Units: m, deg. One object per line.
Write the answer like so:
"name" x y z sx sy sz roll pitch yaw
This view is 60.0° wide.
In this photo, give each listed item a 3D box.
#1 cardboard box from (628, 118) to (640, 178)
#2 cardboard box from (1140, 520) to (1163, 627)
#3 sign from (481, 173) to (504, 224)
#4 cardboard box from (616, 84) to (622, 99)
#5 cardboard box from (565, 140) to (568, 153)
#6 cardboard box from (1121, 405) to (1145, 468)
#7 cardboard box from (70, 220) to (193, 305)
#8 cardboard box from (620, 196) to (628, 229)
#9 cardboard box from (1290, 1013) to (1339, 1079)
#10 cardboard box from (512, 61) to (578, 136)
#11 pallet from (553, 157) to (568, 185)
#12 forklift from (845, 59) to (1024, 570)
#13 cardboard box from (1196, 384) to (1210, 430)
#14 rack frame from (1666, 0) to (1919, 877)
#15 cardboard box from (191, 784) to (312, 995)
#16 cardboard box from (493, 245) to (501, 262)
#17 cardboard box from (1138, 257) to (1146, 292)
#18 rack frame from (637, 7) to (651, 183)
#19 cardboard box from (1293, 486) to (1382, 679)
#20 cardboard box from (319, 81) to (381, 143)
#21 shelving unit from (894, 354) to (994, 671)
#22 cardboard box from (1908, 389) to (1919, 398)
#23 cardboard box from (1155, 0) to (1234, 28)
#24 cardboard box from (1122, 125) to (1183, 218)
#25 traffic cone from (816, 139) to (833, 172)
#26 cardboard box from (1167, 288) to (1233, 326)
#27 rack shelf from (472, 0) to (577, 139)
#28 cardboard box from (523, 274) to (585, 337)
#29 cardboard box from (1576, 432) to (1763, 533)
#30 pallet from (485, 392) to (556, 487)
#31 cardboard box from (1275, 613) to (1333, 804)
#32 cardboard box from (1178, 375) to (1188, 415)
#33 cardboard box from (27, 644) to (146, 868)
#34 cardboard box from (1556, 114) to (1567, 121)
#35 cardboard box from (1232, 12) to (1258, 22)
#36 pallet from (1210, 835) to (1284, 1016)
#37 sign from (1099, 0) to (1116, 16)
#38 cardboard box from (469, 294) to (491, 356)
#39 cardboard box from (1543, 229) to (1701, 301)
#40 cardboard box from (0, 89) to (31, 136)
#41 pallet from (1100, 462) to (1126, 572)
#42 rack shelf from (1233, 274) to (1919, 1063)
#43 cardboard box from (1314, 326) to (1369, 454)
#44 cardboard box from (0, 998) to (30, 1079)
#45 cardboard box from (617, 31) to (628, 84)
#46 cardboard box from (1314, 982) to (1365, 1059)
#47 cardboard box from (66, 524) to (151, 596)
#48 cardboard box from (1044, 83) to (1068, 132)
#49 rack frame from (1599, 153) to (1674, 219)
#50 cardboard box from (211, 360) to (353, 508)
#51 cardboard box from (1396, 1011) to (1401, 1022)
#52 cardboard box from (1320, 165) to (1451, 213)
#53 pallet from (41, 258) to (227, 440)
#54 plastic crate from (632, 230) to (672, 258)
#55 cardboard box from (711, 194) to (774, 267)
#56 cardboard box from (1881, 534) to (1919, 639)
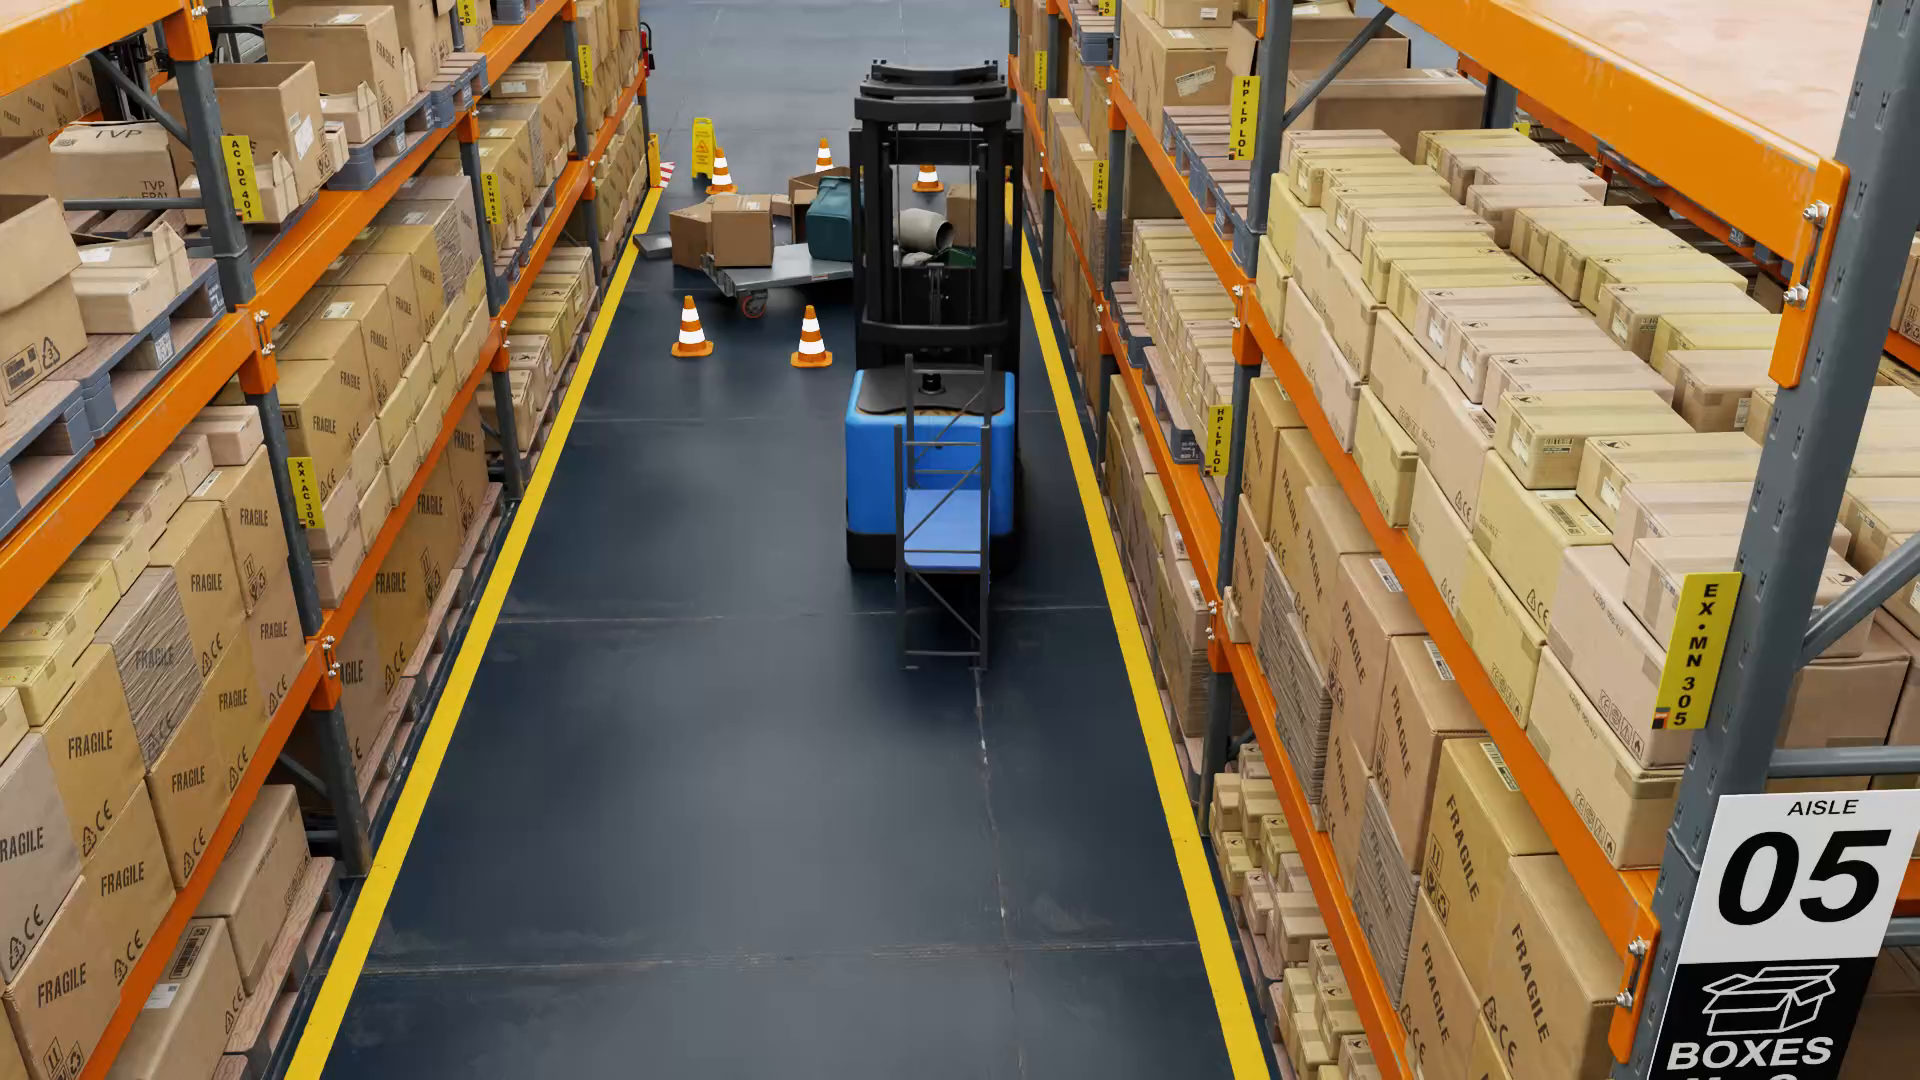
"cardboard box" -3.568 -3.997 16.941 0.500 0.500 0.500 0 28 -1
"cardboard box" 1.324 0.186 9.461 0.500 0.500 0.500 -2 28 -4
"sign" -2.929 -2.136 10.412 0.100 0.325 0.005 -1 28 -3
"cardboard box" -3.531 -4.434 16.342 0.380 0.149 0.250 -2 28 -3
"cardboard box" -3.393 -3.177 13.477 0.380 0.149 0.250 -2 28 -4
"cardboard box" 1.276 -0.626 10.207 0.500 0.250 0.500 -2 28 -3
"cardboard box" -2.921 -0.974 5.776 0.396 0.266 0.258 -1 28 -1
"cardboard box" -3.523 -3.192 16.208 0.500 0.250 0.500 -2 28 -3
"cardboard box" 1.454 1.905 6.222 0.380 0.149 0.250 -1 28 -2
"cardboard box" -3.439 -3.610 13.606 0.500 0.500 0.500 -2 28 -4
"pallet" -3.797 -3.014 13.554 1.003 0.211 1.213 -1 28 -3
"forklift" -0.138 -1.755 11.007 1.130 2.935 3.031 1 28 2
"cardboard box" 1.402 -0.675 8.358 0.380 0.149 0.250 -2 28 -4
"rack frame" 1.872 -0.740 2.499 1.000 3.000 0.127 -1 28 -3
"cardboard box" -3.349 1.482 7.044 0.875 0.438 0.875 -2 28 -3
"cardboard box" -3.296 -1.969 11.160 0.380 0.149 0.250 -3 28 -6
"cardboard box" 1.296 -1.627 10.185 0.380 0.149 0.250 0 28 0
"rack frame" -3.901 -5.302 17.735 1.000 3.000 0.127 -1 28 -3
"cardboard box" 1.482 0.140 5.788 0.500 0.500 0.500 -1 28 -2
"cardboard box" -3.020 -2.069 7.984 0.396 0.266 0.258 1 28 2
"shelving unit" -0.081 -0.169 9.515 0.538 1.500 1.048 1 28 2
"cardboard box" 6.467 -0.360 10.103 1.225 0.875 0.875 -1 28 -2
"cardboard box" 1.280 -2.939 9.025 0.396 0.266 0.258 -1 28 -3
"cardboard box" 1.441 -2.469 11.114 0.700 0.500 0.500 -2 28 -3
"traffic cone" -1.500 -4.194 18.353 0.336 0.463 0.334 -1 28 -3
"cardboard box" 1.356 -1.288 9.211 0.380 0.149 0.250 -1 28 -1
"rack shelf" -3.588 -3.542 11.895 1.077 0.370 4.000 -1 28 -3
"cardboard box" -3.621 -1.902 13.603 0.950 0.372 0.625 0 28 1
"cardboard box" 1.632 -0.123 3.751 0.380 0.149 0.250 -2 28 -4
"pallet" -3.523 -0.732 11.988 1.003 0.211 1.213 -1 28 -3
"cardboard box" 1.461 0.594 6.001 0.500 0.500 0.500 -2 28 -4
"cardboard box" 1.374 -0.782 8.885 0.380 0.149 0.250 0 28 0
"cardboard box" -2.902 0.664 5.106 0.500 0.500 0.500 -1 28 -2
"cardboard box" 5.819 -4.021 15.549 0.380 0.149 0.250 -1 28 -3
"cardboard box" 1.777 -2.660 9.317 0.500 0.500 0.500 -1 28 -3
"pallet" 1.734 1.619 7.480 1.003 0.211 1.213 -1 28 -3
"sign" 0.900 -3.359 10.120 0.100 0.325 0.005 -1 28 -3
"cardboard box" -3.198 -1.314 10.250 0.500 0.250 0.500 -2 28 -4
"cardboard box" 2.046 -0.854 5.153 0.380 0.149 0.250 -2 28 -3
"cardboard box" -8.411 -3.589 14.342 0.500 0.500 0.500 -2 28 -4
"pallet" 1.494 -0.177 10.923 1.003 0.211 1.213 -1 28 -3
"rack shelf" 1.768 -0.014 5.130 1.077 0.370 4.000 -1 28 -3
"cardboard box" 1.467 -0.498 5.442 0.500 0.250 0.500 0 28 0
"cardboard box" -2.858 1.581 4.430 0.500 0.500 0.500 -2 28 -3
"cardboard box" -3.553 -4.772 16.288 0.500 0.500 0.500 -2 28 -3
"cardboard box" 1.531 1.774 6.153 0.380 0.149 0.250 -1 28 -2
"cardboard box" -2.952 0.070 5.544 0.380 0.149 0.250 -2 28 -3
"cardboard box" 1.215 -3.858 14.803 0.875 0.550 0.550 -1 28 -3
"rack frame" 6.204 -3.694 14.652 1.000 3.000 0.127 -1 28 -3
"cardboard box" -3.010 -0.458 7.258 0.500 0.500 0.500 -1 28 -2
"cardboard box" 1.549 1.417 5.123 0.380 0.149 0.250 -3 28 -5
"cardboard box" 1.488 -1.208 5.831 0.380 0.149 0.250 -2 28 -3
"pallet" -3.242 -0.673 5.711 1.003 0.211 1.213 -1 28 -3
"plastic crate" -2.955 -2.905 16.296 0.402 0.080 0.583 -11 30 -20
"cardboard box" -1.916 -2.739 14.705 0.500 0.500 0.500 -1 28 -3
"cardboard box" 2.083 0.103 3.317 0.380 0.149 0.250 -2 28 -3
